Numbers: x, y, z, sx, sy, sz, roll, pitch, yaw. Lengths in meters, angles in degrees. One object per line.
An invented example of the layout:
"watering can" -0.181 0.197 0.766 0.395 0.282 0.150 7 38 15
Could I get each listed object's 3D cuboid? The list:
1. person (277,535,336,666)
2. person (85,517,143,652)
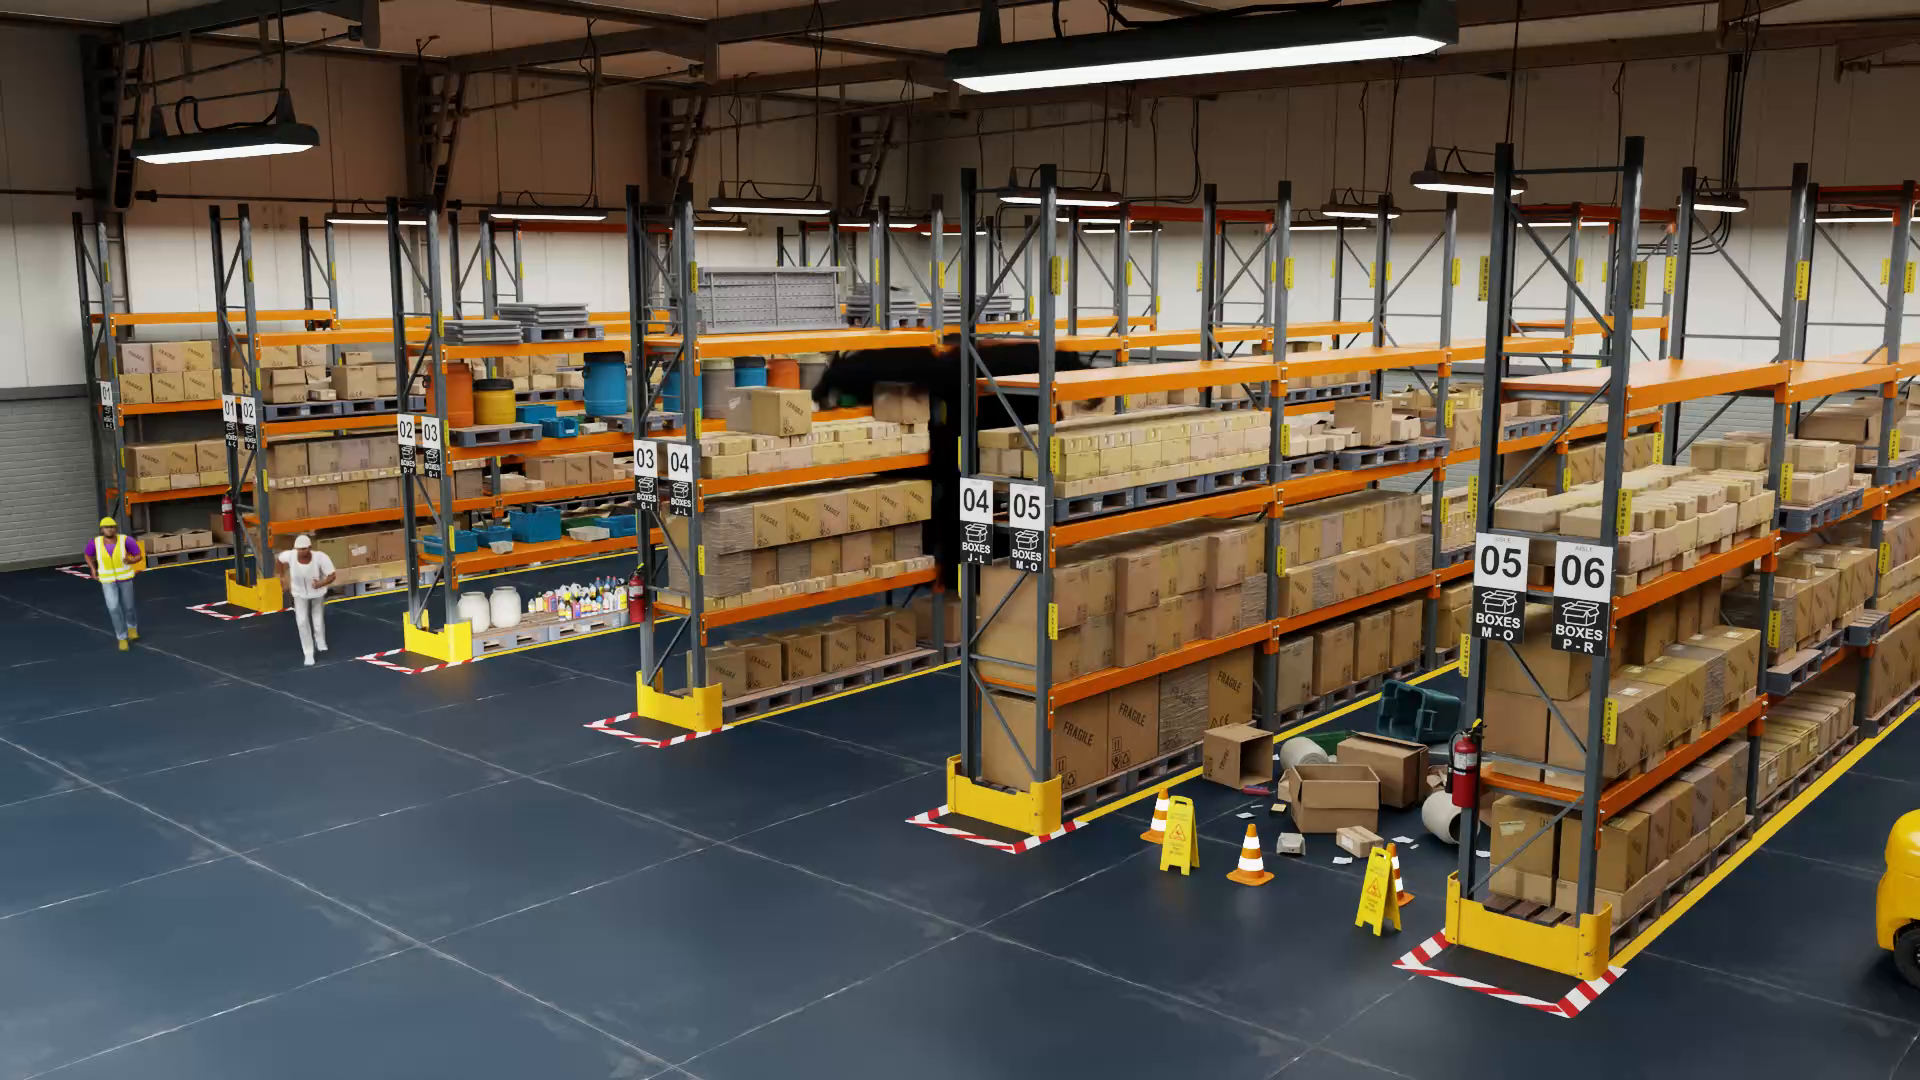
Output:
"person" -8.519 0.764 21.774 0.747 1.759 0.961 -2 10 -11
"person" -11.432 0.568 22.524 0.702 1.803 0.838 -5 11 -26
